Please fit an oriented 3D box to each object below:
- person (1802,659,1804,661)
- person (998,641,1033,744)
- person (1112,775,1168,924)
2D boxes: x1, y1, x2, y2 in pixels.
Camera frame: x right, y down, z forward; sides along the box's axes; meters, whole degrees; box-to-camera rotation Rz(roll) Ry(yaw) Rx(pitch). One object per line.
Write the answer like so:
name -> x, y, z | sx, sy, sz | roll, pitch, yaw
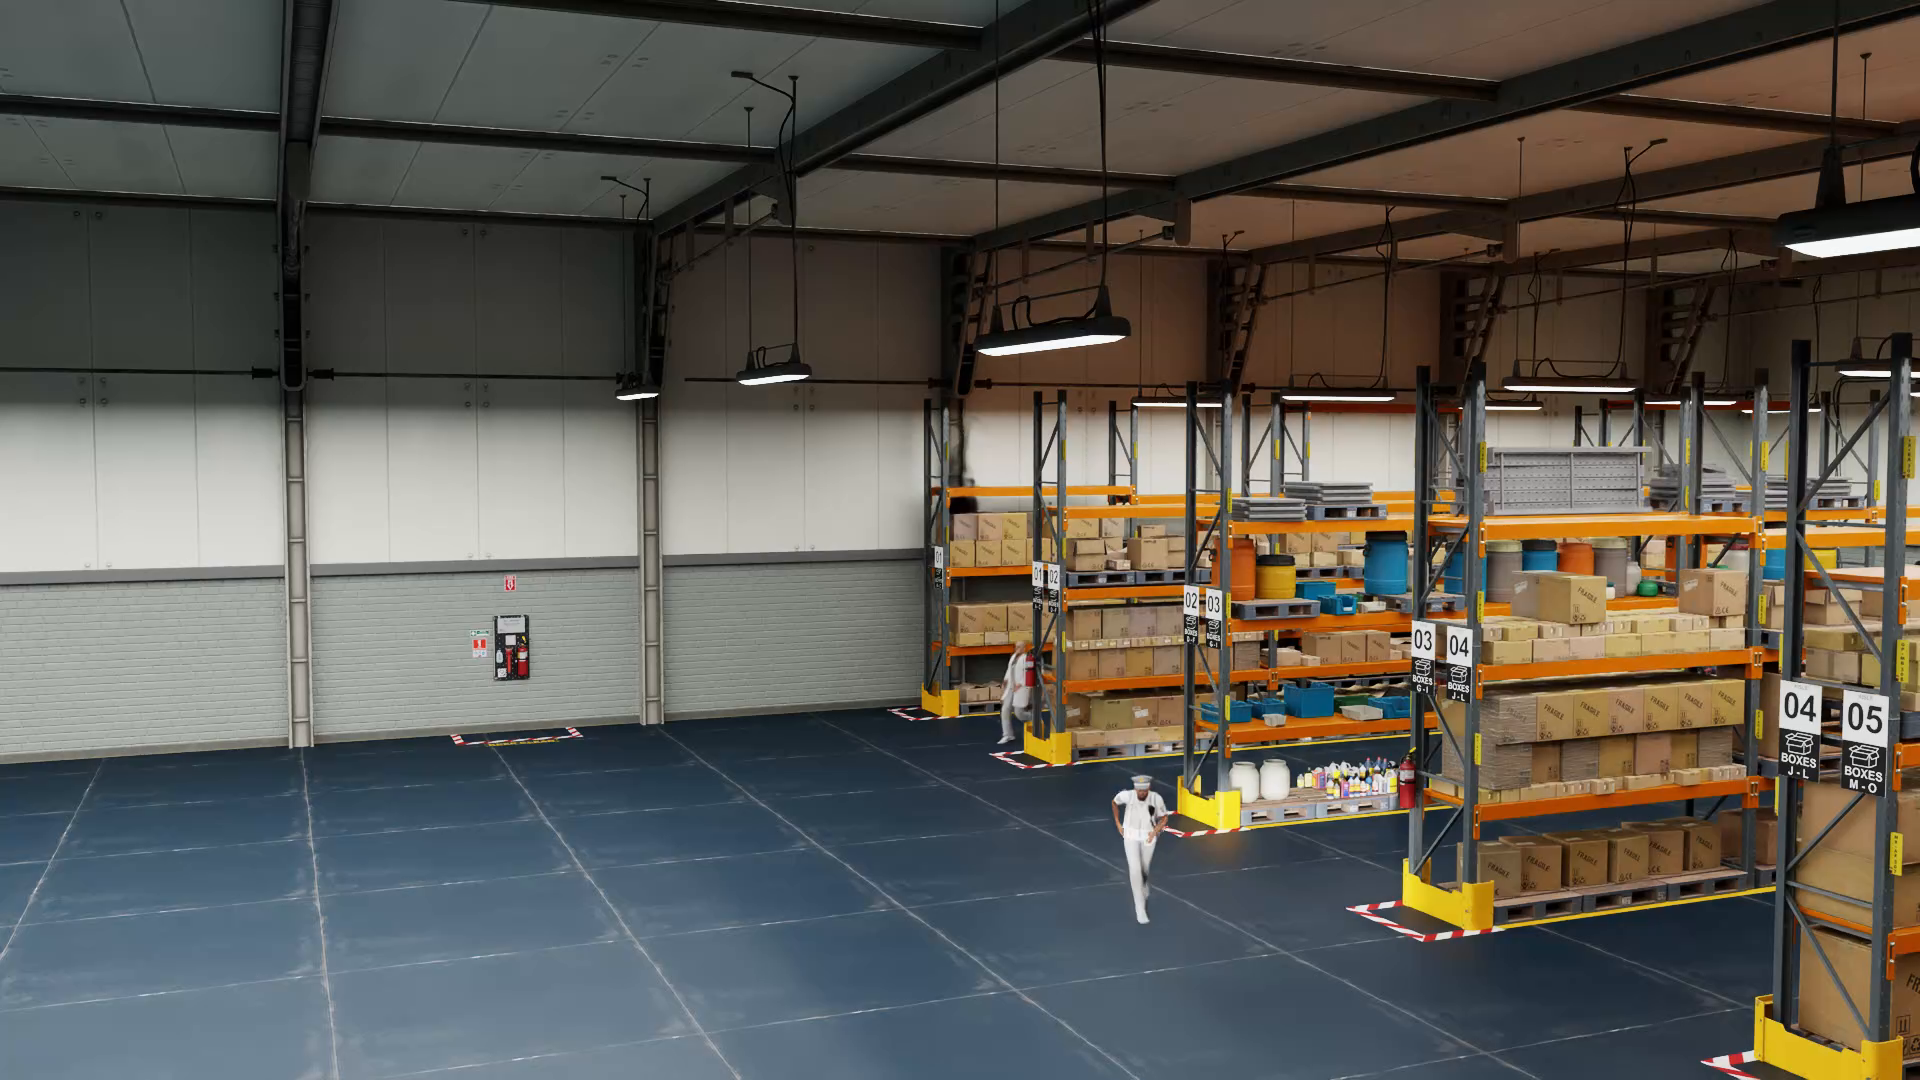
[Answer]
person -> 17.222, 2.277, 34.225 | 0.683, 1.776, 0.712 | -1, 4, -17
person -> 1.052, 2.627, 28.740 | 0.753, 1.786, 0.916 | 3, 5, 44
person -> 1.980, 3.318, 18.297 | 0.613, 1.626, 0.988 | 0, 3, 8
